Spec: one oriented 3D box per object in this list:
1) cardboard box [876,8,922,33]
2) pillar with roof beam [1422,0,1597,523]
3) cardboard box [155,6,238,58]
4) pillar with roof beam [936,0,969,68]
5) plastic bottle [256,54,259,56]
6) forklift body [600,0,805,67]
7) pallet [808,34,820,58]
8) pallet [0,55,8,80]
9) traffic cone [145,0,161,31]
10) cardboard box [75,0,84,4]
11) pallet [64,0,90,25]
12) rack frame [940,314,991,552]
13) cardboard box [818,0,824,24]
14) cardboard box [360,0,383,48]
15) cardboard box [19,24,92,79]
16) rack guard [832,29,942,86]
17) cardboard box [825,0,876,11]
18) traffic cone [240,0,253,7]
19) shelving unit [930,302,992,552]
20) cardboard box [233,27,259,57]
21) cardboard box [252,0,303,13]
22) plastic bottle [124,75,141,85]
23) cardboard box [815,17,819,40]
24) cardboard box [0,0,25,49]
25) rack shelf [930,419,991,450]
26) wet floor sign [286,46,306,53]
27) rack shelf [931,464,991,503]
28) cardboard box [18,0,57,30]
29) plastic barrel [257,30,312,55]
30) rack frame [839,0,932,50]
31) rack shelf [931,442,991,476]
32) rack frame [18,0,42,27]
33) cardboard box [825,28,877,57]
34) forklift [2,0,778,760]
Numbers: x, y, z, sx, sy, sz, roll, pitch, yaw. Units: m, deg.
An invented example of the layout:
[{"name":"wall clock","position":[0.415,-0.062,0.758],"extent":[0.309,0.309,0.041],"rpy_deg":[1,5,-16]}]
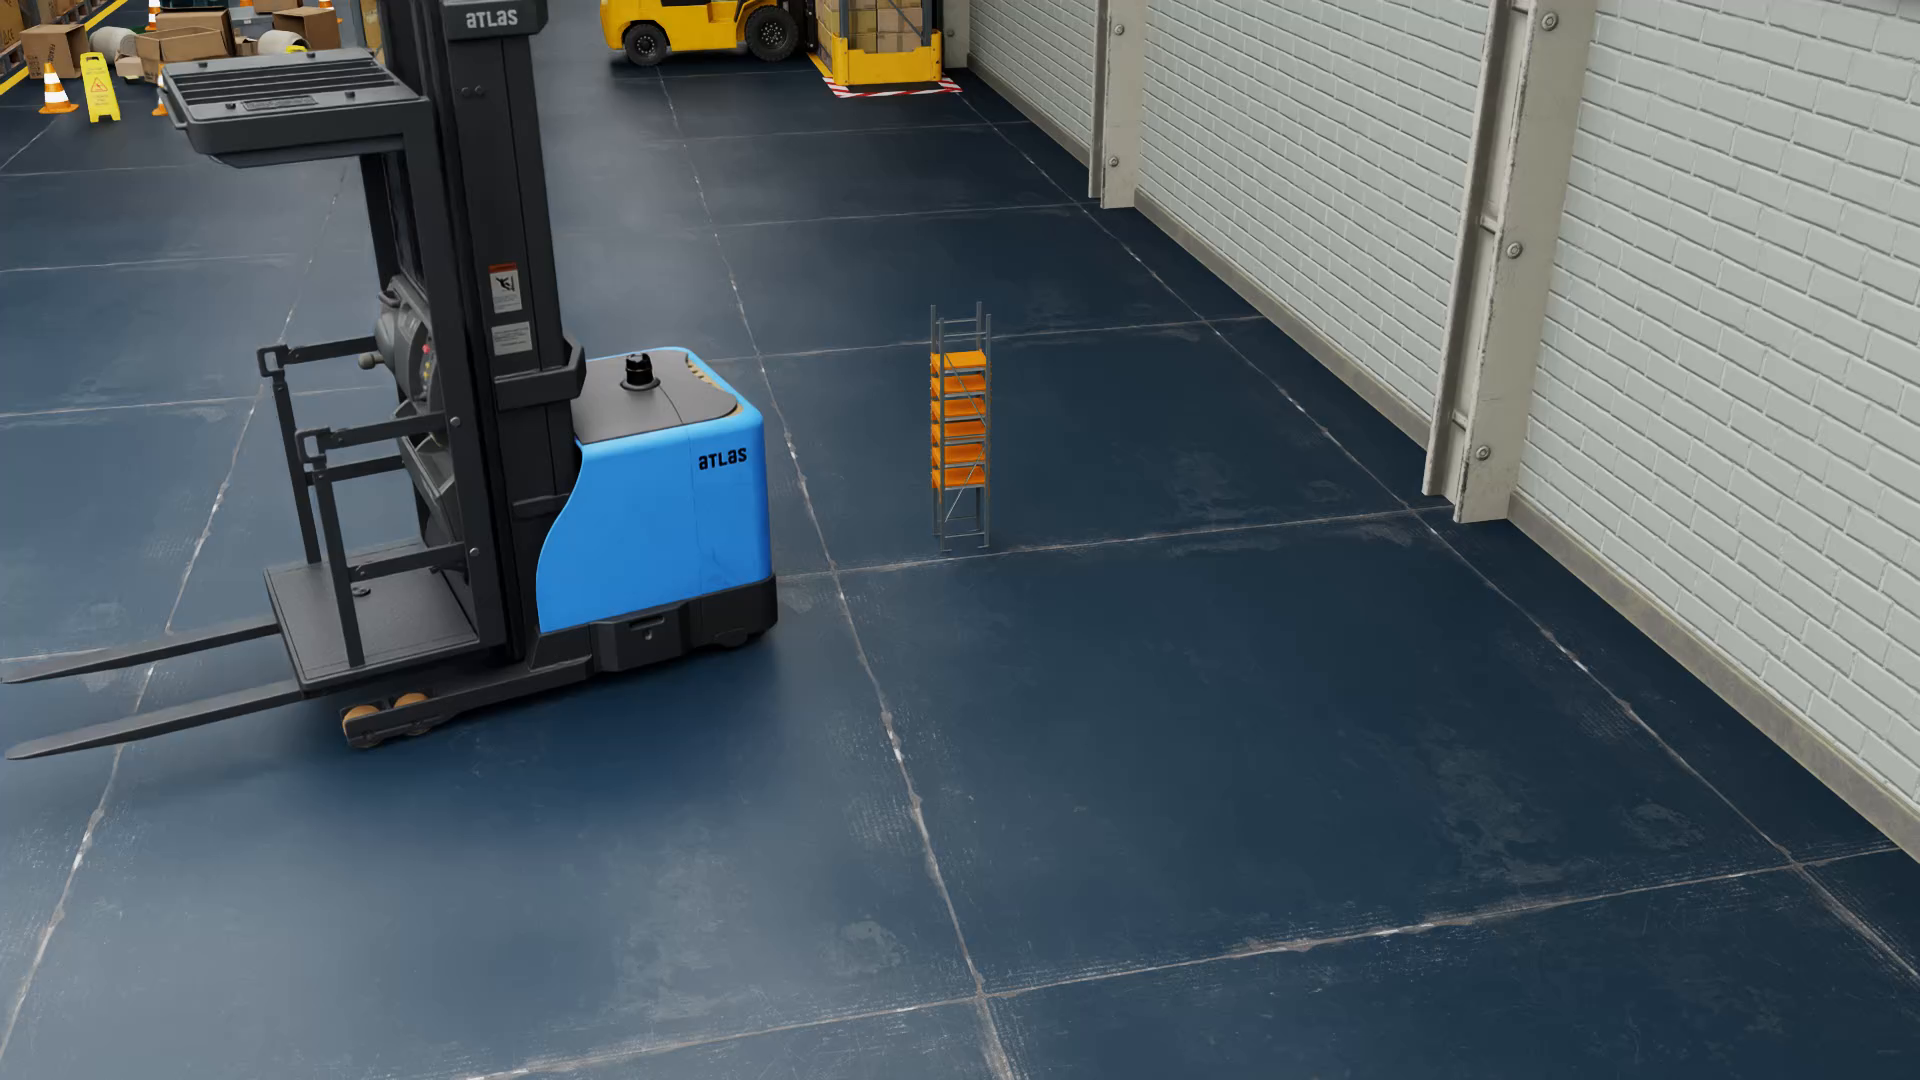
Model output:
[{"name":"cardboard box","position":[-0.705,-5.807,18.457],"extent":[0.500,0.250,0.500],"rpy_deg":[-5,27,-11]},{"name":"pillar with roof beam","position":[-1.570,-3.767,5.726],"extent":[9.100,9.000,0.400],"rpy_deg":[-6,27,-12]},{"name":"cardboard box","position":[-8.718,-5.761,18.954],"extent":[0.797,0.637,0.503],"rpy_deg":[-6,27,-12]},{"name":"pillar with roof beam","position":[-4.274,-9.035,16.163],"extent":[9.100,9.000,0.400],"rpy_deg":[-6,27,-12]},{"name":"plastic bottle","position":[-8.074,-5.578,19.233],"extent":[0.133,0.061,0.283],"rpy_deg":[-1,27,-3]},{"name":"forklift body","position":[-3.006,-6.665,19.067],"extent":[2.313,2.155,1.214],"rpy_deg":[-6,27,-12]},{"name":"pallet","position":[-1.286,-6.018,19.938],"extent":[1.003,0.211,1.213],"rpy_deg":[-6,27,-12]},{"name":"pallet","position":[-10.964,-4.976,17.875],"extent":[1.003,0.211,1.213],"rpy_deg":[-6,27,-12]},{"name":"traffic cone","position":[-10.169,-6.709,21.029],"extent":[0.336,0.463,0.334],"rpy_deg":[-6,27,-12]},{"name":"cardboard box","position":[-11.989,-7.379,21.571],"extent":[1.050,0.750,0.750],"rpy_deg":[-6,27,-11]},{"name":"pallet","position":[-11.864,-6.723,21.335],"extent":[1.003,0.211,1.213],"rpy_deg":[-6,27,-12]},{"name":"rack frame","position":[0.024,-0.489,7.887],"extent":[0.240,1.200,0.006],"rpy_deg":[-6,27,-12]},{"name":"cardboard box","position":[-1.318,-5.983,18.805],"extent":[0.500,0.250,0.500],"rpy_deg":[-6,27,-12]},{"name":"cardboard box","position":[-6.071,-5.511,17.592],"extent":[0.500,0.500,0.500],"rpy_deg":[-6,27,-11]},{"name":"cardboard box","position":[-9.988,-5.408,18.406],"extent":[0.500,0.500,0.500],"rpy_deg":[-1,27,-3]},{"name":"rack guard","position":[-0.796,-5.270,18.136],"extent":[1.175,0.500,0.348],"rpy_deg":[-6,27,-12]},{"name":"cardboard box","position":[-1.209,-5.973,18.231],"extent":[0.500,0.250,0.500],"rpy_deg":[-5,27,-10]},{"name":"traffic cone","position":[-9.221,-6.942,21.490],"extent":[0.336,0.463,0.334],"rpy_deg":[-6,27,-12]},{"name":"shelving unit","position":[0.003,-0.529,7.967],"extent":[0.258,1.200,0.189],"rpy_deg":[-6,27,-12]},{"name":"cardboard box","position":[-8.445,-5.851,19.547],"extent":[0.396,0.266,0.258],"rpy_deg":[19,32,32]},{"name":"cardboard box","position":[-8.265,-6.675,20.079],"extent":[0.500,0.500,0.500],"rpy_deg":[-6,27,-12]},{"name":"plastic bottle","position":[-9.036,-5.026,18.140],"extent":[0.133,0.061,0.283],"rpy_deg":[-16,31,-29]},{"name":"cardboard box","position":[-1.422,-5.970,19.335],"extent":[0.500,0.250,0.500],"rpy_deg":[-6,27,-11]},{"name":"cardboard box","position":[-11.264,-6.055,18.810],"extent":[0.875,0.875,0.875],"rpy_deg":[-6,27,-11]},{"name":"rack shelf","position":[0.003,-0.490,7.987],"extent":[0.258,0.103,0.180],"rpy_deg":[-6,27,-12]},{"name":"wet floor sign","position":[-6.636,-4.648,16.742],"extent":[0.267,0.644,0.232],"rpy_deg":[3,27,6]},{"name":"rack shelf","position":[0.003,-0.275,8.095],"extent":[0.258,0.103,0.180],"rpy_deg":[-6,27,-12]},{"name":"cardboard box","position":[-11.565,-6.546,19.921],"extent":[1.050,0.750,0.750],"rpy_deg":[-6,27,-12]},{"name":"plastic barrel","position":[-7.577,-5.494,18.664],"extent":[0.512,0.421,0.421],"rpy_deg":[13,30,24]},{"name":"rack frame","position":[-0.801,-6.396,17.594],"extent":[1.000,3.000,0.127],"rpy_deg":[-6,27,-12]},{"name":"rack shelf","position":[0.003,-0.382,8.041],"extent":[0.258,0.103,0.180],"rpy_deg":[-6,27,-12]},{"name":"rack frame","position":[-11.338,-7.100,18.987],"extent":[1.000,3.000,0.127],"rpy_deg":[-6,27,-12]},{"name":"cardboard box","position":[-1.215,-5.531,18.464],"extent":[0.500,0.250,0.500],"rpy_deg":[-6,27,-11]},{"name":"forklift","position":[-2.353,-0.754,6.490],"extent":[3.031,2.935,1.130],"rpy_deg":[-14,30,-25]}]
